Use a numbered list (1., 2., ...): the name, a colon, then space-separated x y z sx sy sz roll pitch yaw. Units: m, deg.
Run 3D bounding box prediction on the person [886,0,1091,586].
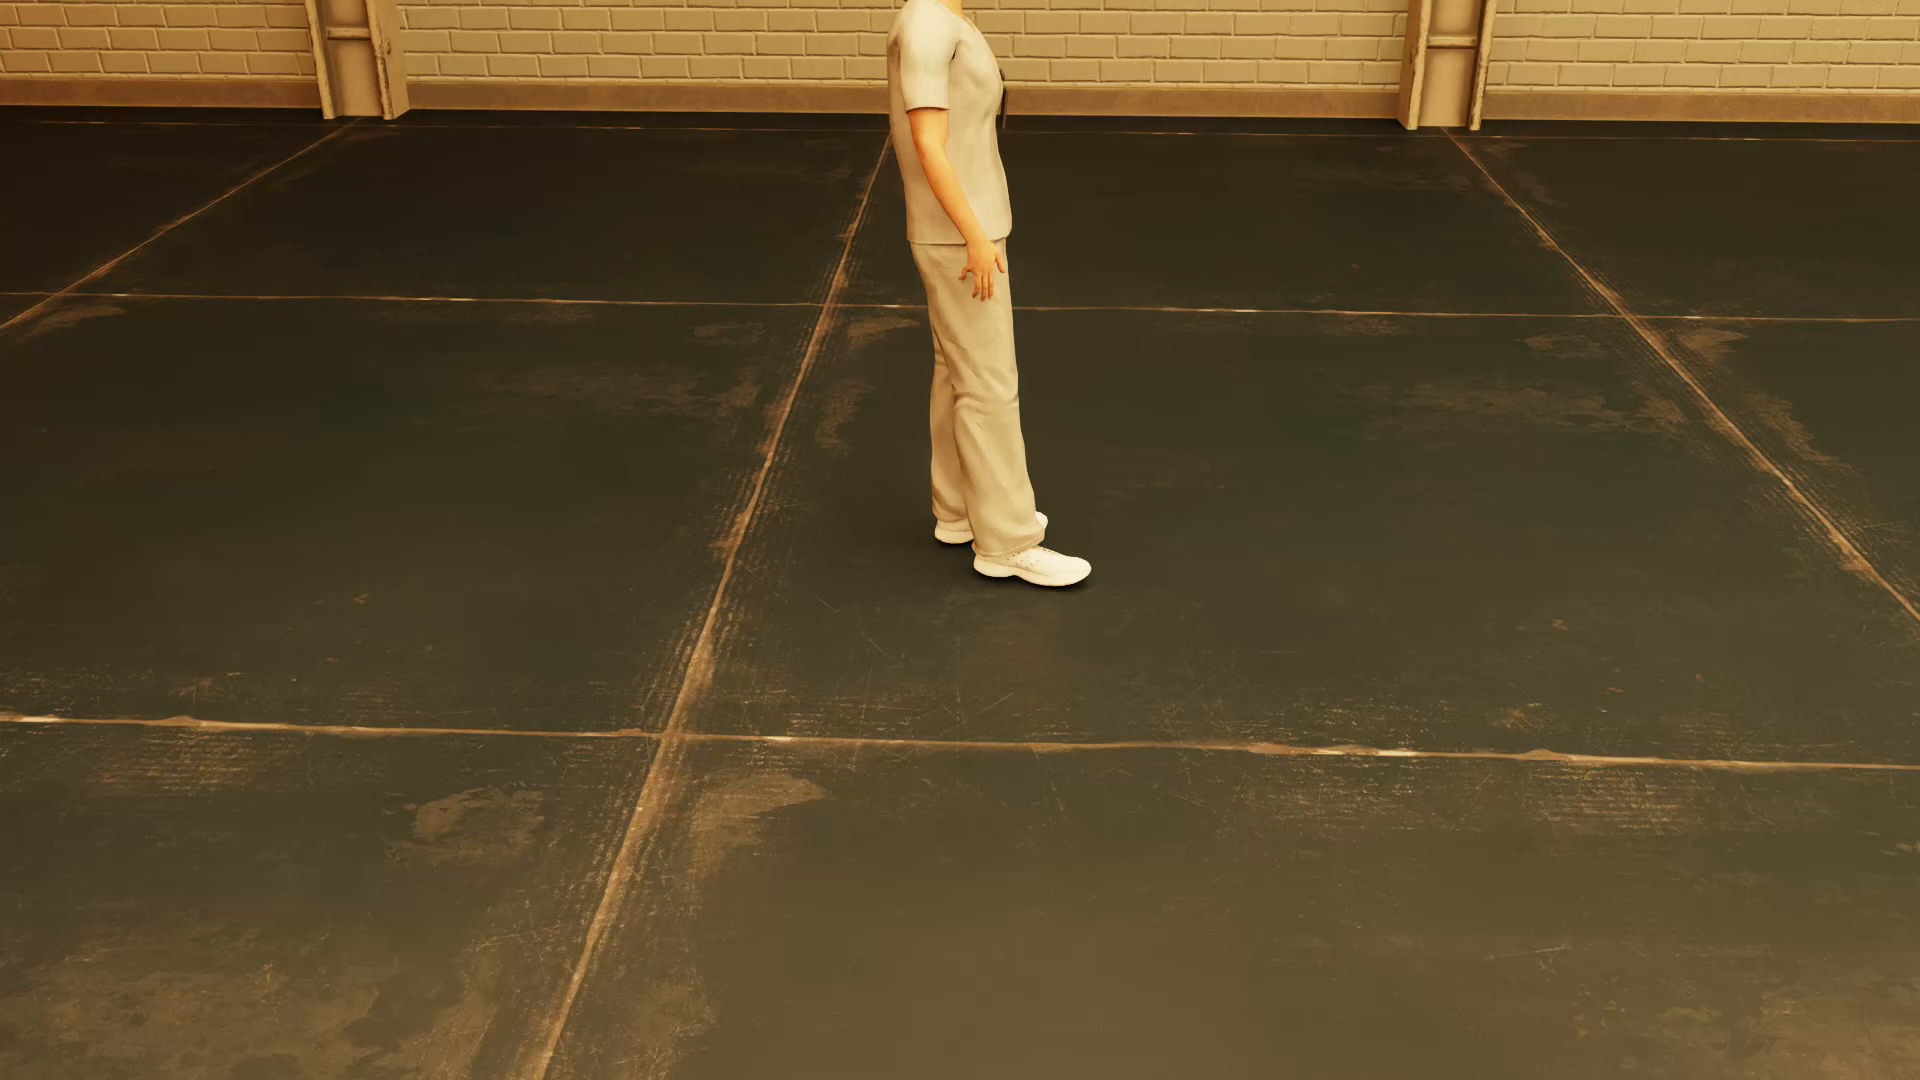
1. person: 0.073 -0.751 4.132 0.548 1.673 0.549 1 26 2
